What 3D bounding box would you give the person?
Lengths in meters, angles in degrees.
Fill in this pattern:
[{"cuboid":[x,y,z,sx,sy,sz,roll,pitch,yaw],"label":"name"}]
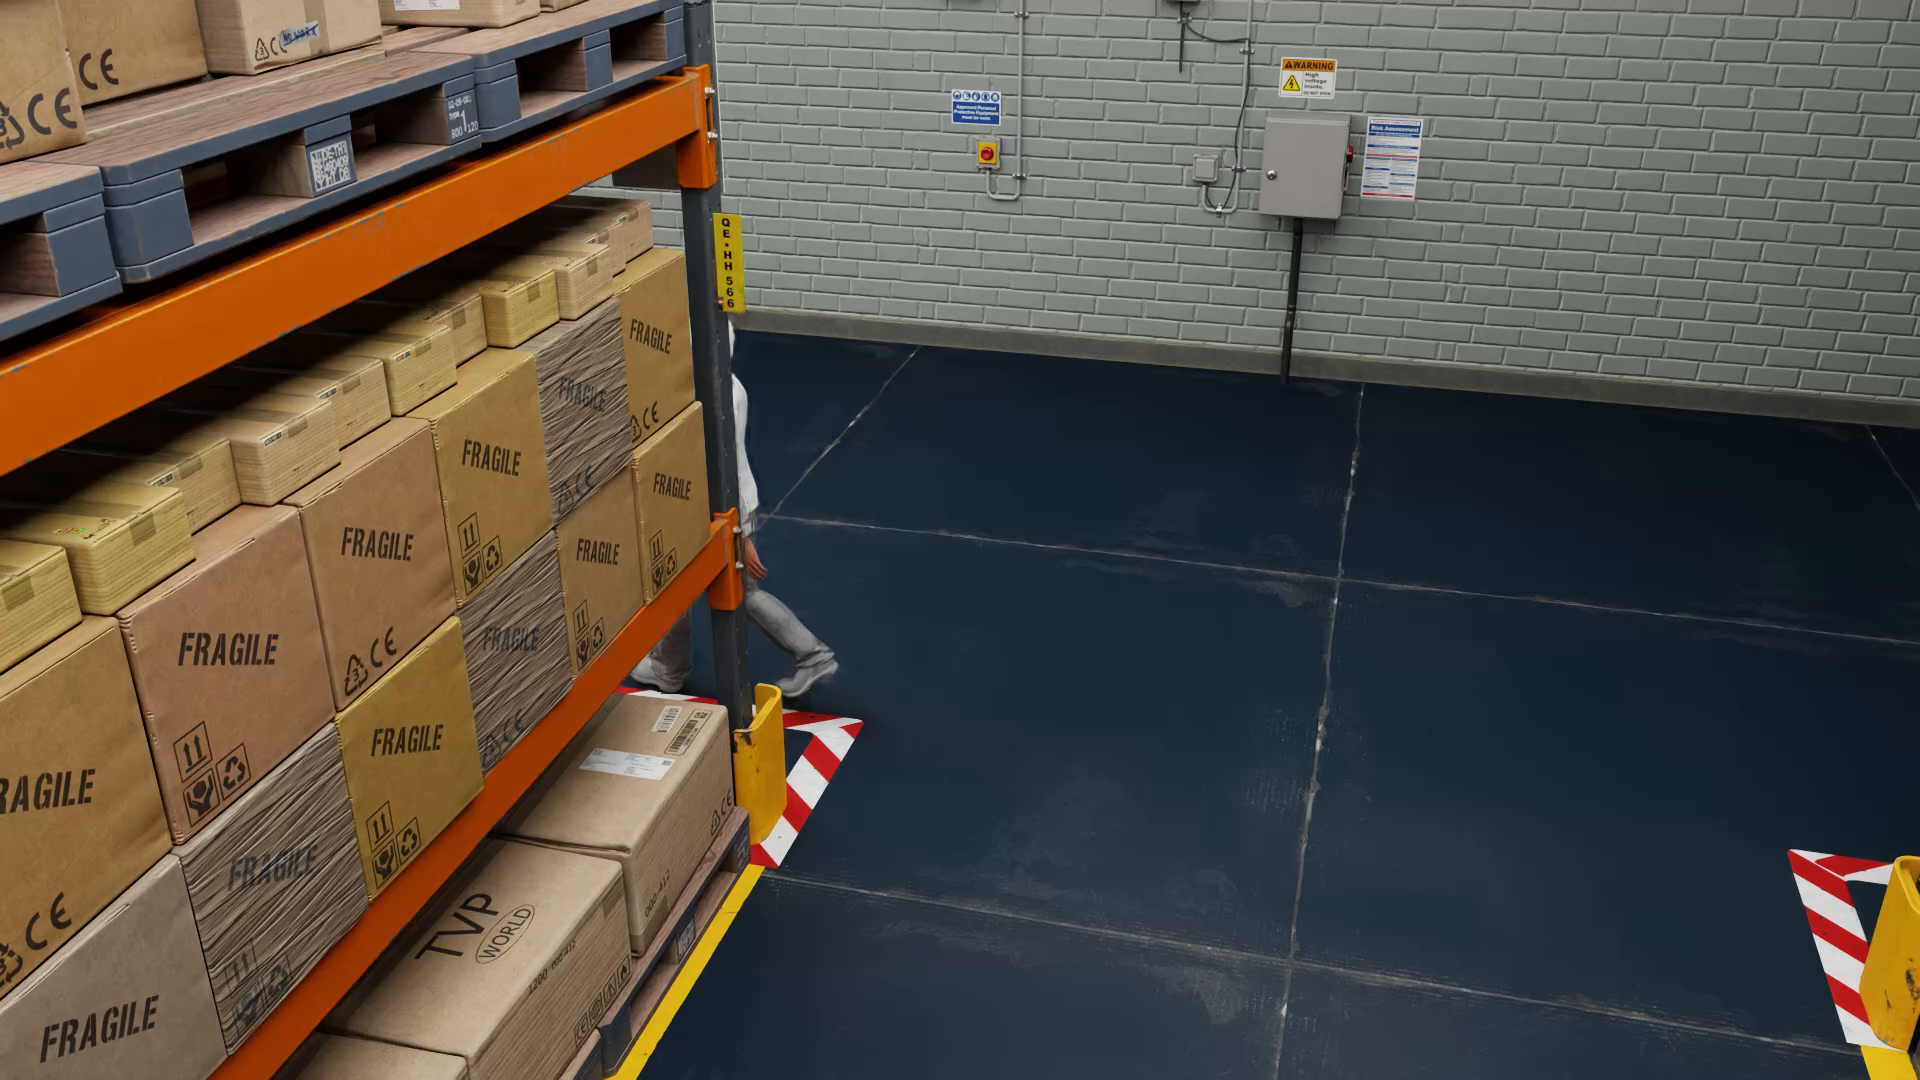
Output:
[{"cuboid":[-1.006,-0.110,6.839,0.999,1.728,0.514,8,26,16],"label":"person"}]
